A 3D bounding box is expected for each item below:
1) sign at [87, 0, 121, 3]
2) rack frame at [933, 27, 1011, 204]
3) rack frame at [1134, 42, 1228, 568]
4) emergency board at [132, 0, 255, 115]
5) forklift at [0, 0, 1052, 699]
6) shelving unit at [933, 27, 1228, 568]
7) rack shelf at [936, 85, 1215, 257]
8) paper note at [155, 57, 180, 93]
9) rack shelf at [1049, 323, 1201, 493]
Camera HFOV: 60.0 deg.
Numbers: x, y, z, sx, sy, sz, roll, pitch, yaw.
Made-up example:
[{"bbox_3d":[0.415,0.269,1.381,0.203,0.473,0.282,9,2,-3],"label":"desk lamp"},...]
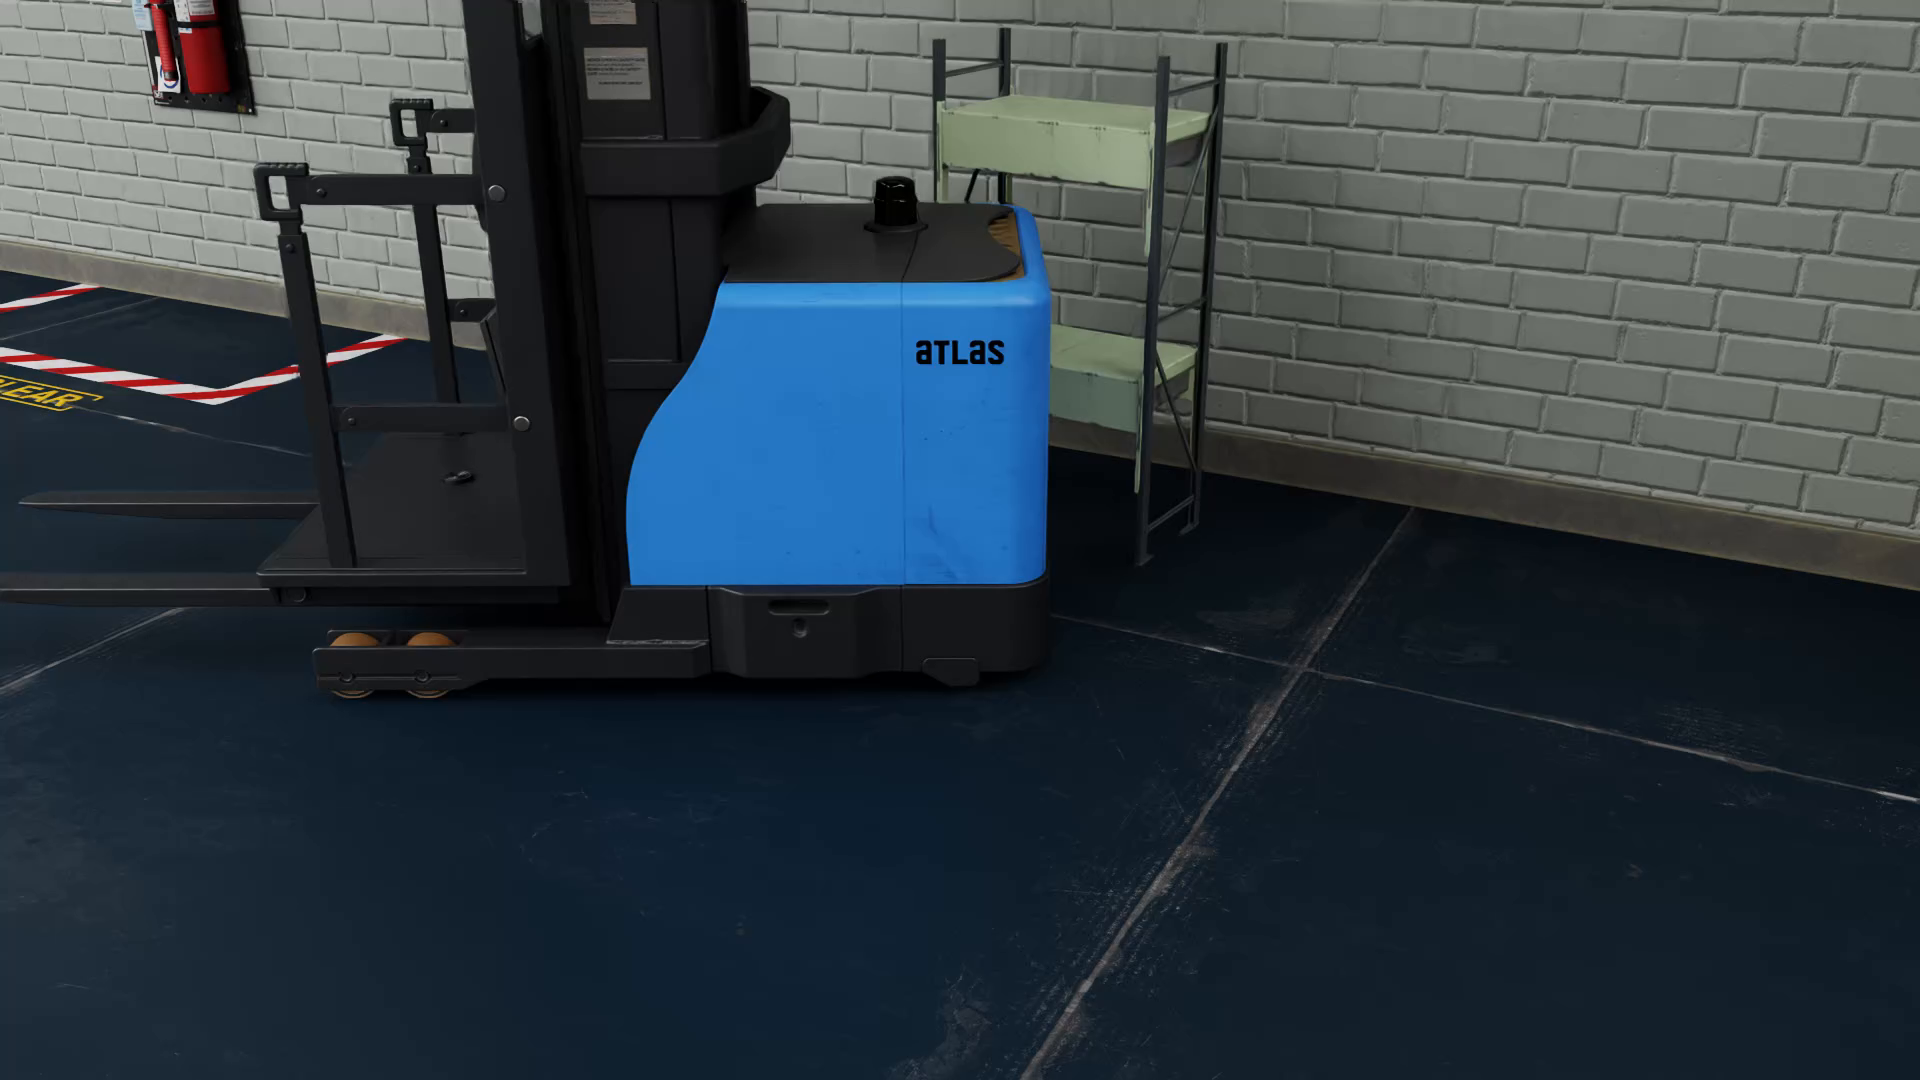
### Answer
[{"bbox_3d":[-3.862,-2.580,7.438,0.234,0.329,0.001,11,25,25],"label":"sign"},{"bbox_3d":[0.039,-0.832,5.289,0.023,1.500,0.400,14,27,30],"label":"rack frame"},{"bbox_3d":[0.650,-0.674,4.919,0.023,1.500,0.400,14,27,30],"label":"rack frame"},{"bbox_3d":[-3.415,-2.430,7.130,0.643,1.169,0.194,11,25,25],"label":"emergency board"},{"bbox_3d":[-1.284,-1.147,4.202,3.031,2.935,1.130,0,23,0],"label":"forklift"},{"bbox_3d":[0.344,-0.753,5.104,0.755,1.500,0.431,14,27,30],"label":"shelving unit"},{"bbox_3d":[0.344,-1.113,4.951,0.720,0.370,0.431,14,27,30],"label":"rack shelf"},{"bbox_3d":[-3.542,-2.080,7.433,0.142,0.148,0.016,11,25,25],"label":"paper note"},{"bbox_3d":[0.344,-0.453,5.231,0.720,0.370,0.431,14,27,30],"label":"rack shelf"}]
